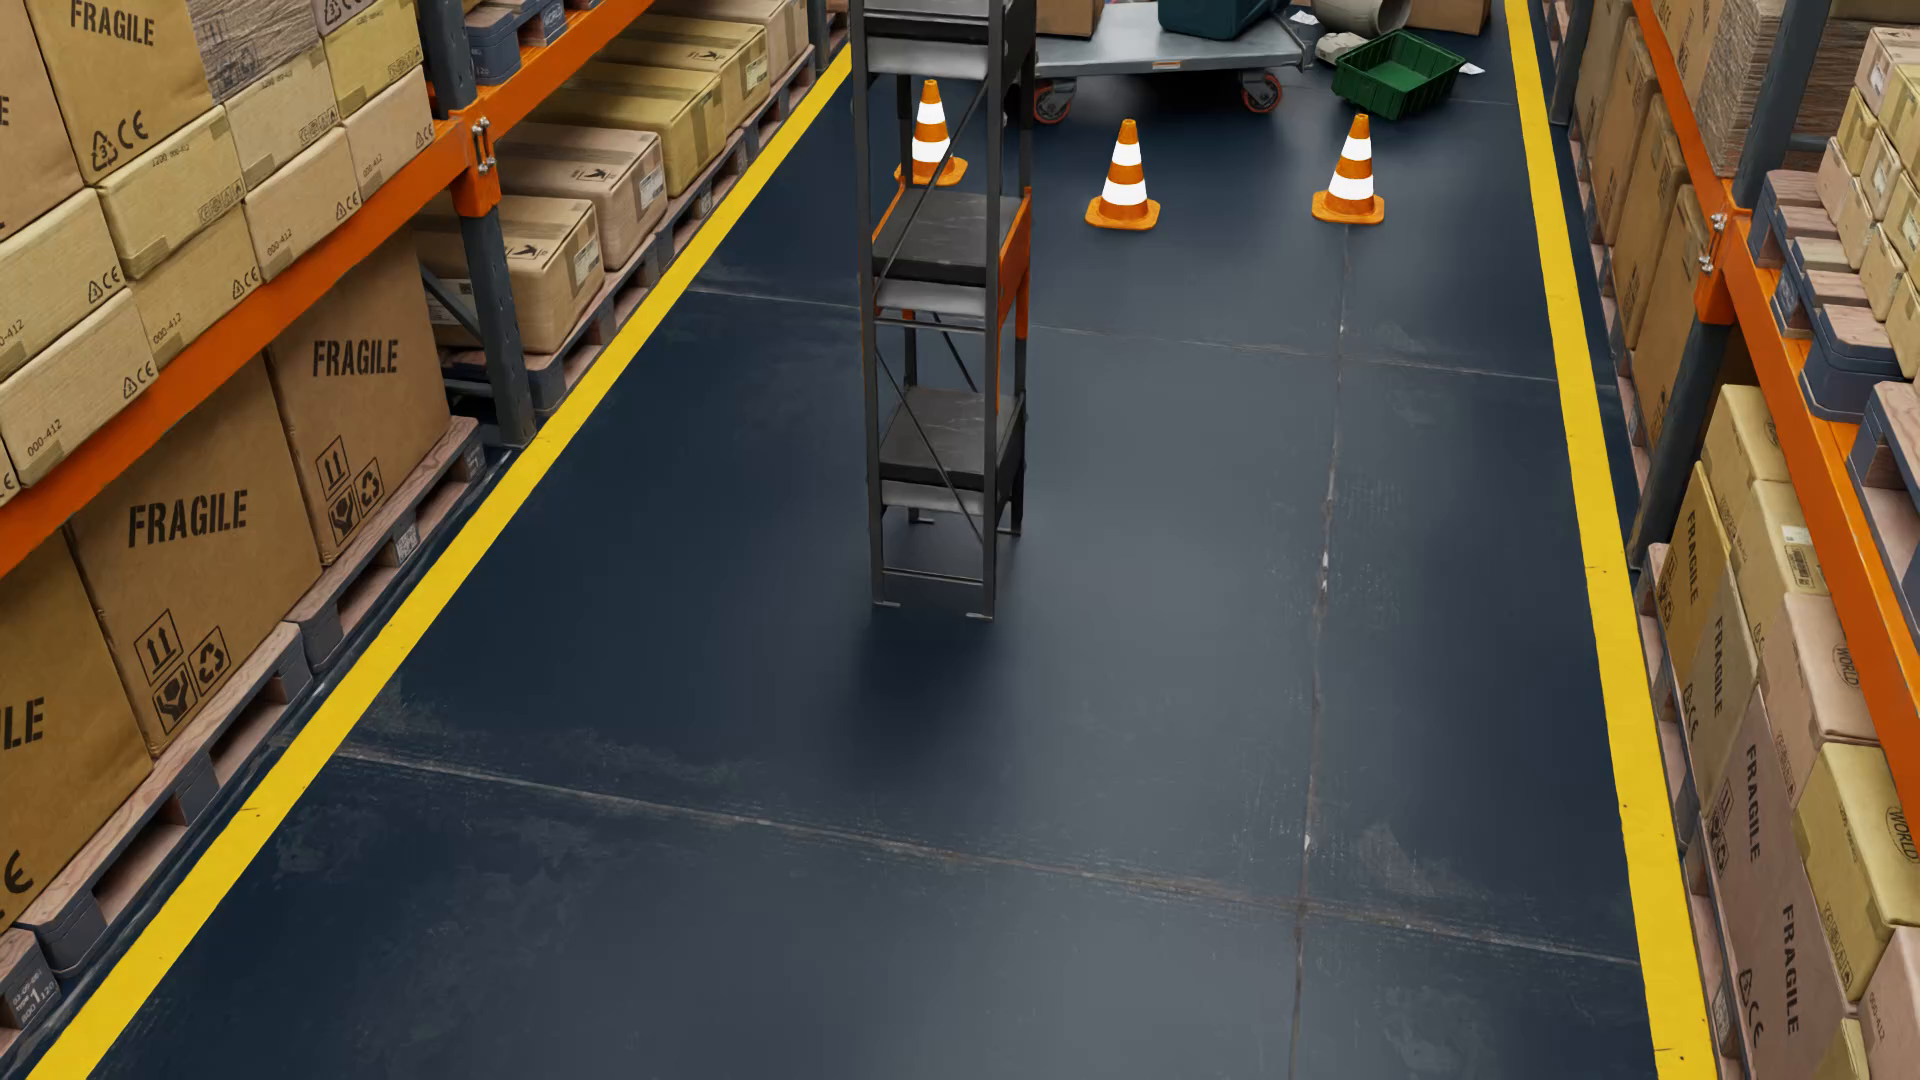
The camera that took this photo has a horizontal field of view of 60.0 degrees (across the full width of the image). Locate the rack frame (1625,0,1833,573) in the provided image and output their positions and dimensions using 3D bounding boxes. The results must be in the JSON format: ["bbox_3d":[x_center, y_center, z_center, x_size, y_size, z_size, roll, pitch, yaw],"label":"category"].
[{"bbox_3d":[2.756,-1.081,4.685,1.000,3.000,0.127,7,37,10],"label":"rack frame"}]

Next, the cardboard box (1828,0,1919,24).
[{"bbox_3d":[2.862,-1.782,4.716,0.700,0.500,0.500,7,37,10],"label":"cardboard box"}]

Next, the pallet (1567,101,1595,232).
[{"bbox_3d":[3.520,-1.793,8.044,1.003,0.211,1.213,7,37,10],"label":"pallet"}]

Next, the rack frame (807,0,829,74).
[{"bbox_3d":[-1.247,-3.937,8.626,1.000,3.000,0.127,7,37,10],"label":"rack frame"}]

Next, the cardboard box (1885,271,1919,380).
[{"bbox_3d":[2.293,-0.455,3.677,0.380,0.149,0.250,9,37,12],"label":"cardboard box"}]

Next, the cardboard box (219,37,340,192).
[{"bbox_3d":[-2.062,-1.181,4.525,0.500,0.250,0.500,6,36,9],"label":"cardboard box"}]

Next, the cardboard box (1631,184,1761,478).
[{"bbox_3d":[2.974,-0.678,5.688,1.050,0.750,0.750,7,36,9],"label":"cardboard box"}]

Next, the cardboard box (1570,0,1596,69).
[{"bbox_3d":[3.814,-3.036,8.835,0.875,0.875,0.875,8,37,11],"label":"cardboard box"}]

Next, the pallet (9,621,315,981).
[{"bbox_3d":[-2.606,0.626,4.707,1.003,0.211,1.213,7,37,10],"label":"pallet"}]

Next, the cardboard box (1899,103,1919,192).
[{"bbox_3d":[2.357,-0.855,3.723,0.380,0.149,0.250,7,37,10],"label":"cardboard box"}]

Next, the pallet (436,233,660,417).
[{"bbox_3d":[-1.933,-0.962,6.898,1.003,0.211,1.213,7,37,10],"label":"pallet"}]

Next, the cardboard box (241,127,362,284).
[{"bbox_3d":[-2.049,-0.965,4.654,0.500,0.250,0.500,8,37,11],"label":"cardboard box"}]

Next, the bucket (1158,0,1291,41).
[{"bbox_3d":[1.388,-3.031,8.870,0.726,0.611,0.620,20,51,26],"label":"bucket"}]

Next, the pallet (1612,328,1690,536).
[{"bbox_3d":[2.998,-0.394,6.114,1.003,0.211,1.213,7,37,10],"label":"pallet"}]

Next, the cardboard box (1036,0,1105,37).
[{"bbox_3d":[0.499,-3.025,8.853,0.500,0.500,0.500,7,37,10],"label":"cardboard box"}]

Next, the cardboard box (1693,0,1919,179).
[{"bbox_3d":[2.590,-1.413,5.059,0.500,0.500,0.500,7,37,10],"label":"cardboard box"}]

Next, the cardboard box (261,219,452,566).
[{"bbox_3d":[-2.330,-0.568,5.430,0.875,0.875,0.875,7,37,10],"label":"cardboard box"}]

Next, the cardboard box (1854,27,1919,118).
[{"bbox_3d":[2.468,-1.147,4.126,0.380,0.149,0.250,7,37,10],"label":"cardboard box"}]

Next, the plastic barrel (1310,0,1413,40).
[{"bbox_3d":[2.355,-3.174,9.768,0.421,0.421,0.512,-24,42,-30],"label":"plastic barrel"}]

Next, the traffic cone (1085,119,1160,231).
[{"bbox_3d":[0.771,-1.731,7.745,0.336,0.463,0.334,7,37,10],"label":"traffic cone"}]

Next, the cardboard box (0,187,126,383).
[{"bbox_3d":[-2.262,-0.587,3.706,0.500,0.250,0.500,6,36,9],"label":"cardboard box"}]

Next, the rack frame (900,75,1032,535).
[{"bbox_3d":[0.017,-0.895,5.196,0.400,2.100,0.015,7,37,10],"label":"rack frame"}]

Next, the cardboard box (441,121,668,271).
[{"bbox_3d":[-1.821,-1.496,7.140,0.950,0.372,0.625,7,36,9],"label":"cardboard box"}]

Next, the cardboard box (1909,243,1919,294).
[{"bbox_3d":[2.294,-0.564,3.575,0.380,0.149,0.250,7,37,10],"label":"cardboard box"}]

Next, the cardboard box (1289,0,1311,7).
[{"bbox_3d":[2.179,-3.483,10.330,0.396,0.266,0.258,14,38,18],"label":"cardboard box"}]

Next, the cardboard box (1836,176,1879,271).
[{"bbox_3d":[2.406,-0.764,4.105,0.380,0.149,0.250,9,37,12],"label":"cardboard box"}]

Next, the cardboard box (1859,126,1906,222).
[{"bbox_3d":[2.401,-0.862,3.986,0.380,0.149,0.250,9,37,12],"label":"cardboard box"}]

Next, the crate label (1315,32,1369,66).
[{"bbox_3d":[2.188,-2.799,9.495,0.298,0.136,0.250,-17,39,-22],"label":"crate label"}]

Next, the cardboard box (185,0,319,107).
[{"bbox_3d":[-2.057,-1.464,4.277,0.500,0.500,0.500,8,37,11],"label":"cardboard box"}]

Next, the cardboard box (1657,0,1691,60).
[{"bbox_3d":[2.805,-1.986,5.848,0.500,0.500,0.500,7,36,9],"label":"cardboard box"}]

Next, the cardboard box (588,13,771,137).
[{"bbox_3d":[-1.506,-2.329,8.289,0.950,0.372,0.625,10,37,13],"label":"cardboard box"}]

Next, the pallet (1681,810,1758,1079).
[{"bbox_3d":[2.325,1.193,3.924,1.003,0.211,1.213,7,37,10],"label":"pallet"}]

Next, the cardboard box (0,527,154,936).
[{"bbox_3d":[-2.716,0.456,4.018,0.875,0.875,0.875,8,37,11],"label":"cardboard box"}]

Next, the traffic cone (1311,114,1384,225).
[{"bbox_3d":[1.849,-1.767,7.794,0.336,0.463,0.334,7,37,10],"label":"traffic cone"}]

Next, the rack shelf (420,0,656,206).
[{"bbox_3d":[-1.674,-2.499,7.255,1.077,0.370,4.000,7,37,10],"label":"rack shelf"}]

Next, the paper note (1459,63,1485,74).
[{"bbox_3d":[2.870,-2.671,9.409,0.147,0.020,0.142,-17,39,-22],"label":"paper note"}]

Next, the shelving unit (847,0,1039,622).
[{"bbox_3d":[-0.035,-0.755,5.003,0.431,2.100,0.503,7,37,10],"label":"shelving unit"}]

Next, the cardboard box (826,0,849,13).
[{"bbox_3d":[-0.857,-3.298,9.729,0.500,0.250,0.500,6,36,8],"label":"cardboard box"}]

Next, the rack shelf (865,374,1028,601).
[{"bbox_3d":[-0.035,-0.177,5.422,0.431,0.518,0.480,7,37,10],"label":"rack shelf"}]

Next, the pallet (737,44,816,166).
[{"bbox_3d":[-1.411,-2.361,8.828,1.003,0.211,1.213,7,37,10],"label":"pallet"}]

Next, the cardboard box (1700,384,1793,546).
[{"bbox_3d":[2.373,-0.177,4.572,0.500,0.250,0.500,6,36,8],"label":"cardboard box"}]

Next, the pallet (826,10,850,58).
[{"bbox_3d":[-1.138,-3.197,9.981,1.003,0.211,1.213,7,37,10],"label":"pallet"}]

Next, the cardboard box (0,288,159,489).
[{"bbox_3d":[-2.254,-0.383,3.850,0.500,0.250,0.500,7,36,9],"label":"cardboard box"}]

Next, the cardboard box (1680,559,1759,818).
[{"bbox_3d":[2.252,0.423,4.382,0.500,0.500,0.500,8,37,11],"label":"cardboard box"}]

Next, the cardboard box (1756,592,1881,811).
[{"bbox_3d":[2.146,0.395,3.782,0.500,0.250,0.500,8,37,10],"label":"cardboard box"}]

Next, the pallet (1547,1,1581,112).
[{"bbox_3d":[3.850,-2.671,9.256,1.003,0.211,1.213,7,37,10],"label":"pallet"}]

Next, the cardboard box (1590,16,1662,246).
[{"bbox_3d":[3.356,-1.713,7.117,1.050,0.750,0.750,7,37,10],"label":"cardboard box"}]

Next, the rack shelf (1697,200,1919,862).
[{"bbox_3d":[2.329,0.357,3.314,1.077,0.370,4.000,7,37,10],"label":"rack shelf"}]

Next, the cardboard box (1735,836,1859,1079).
[{"bbox_3d":[2.038,1.011,3.571,0.500,0.500,0.500,7,36,9],"label":"cardboard box"}]

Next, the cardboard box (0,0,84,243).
[{"bbox_3d":[-2.285,-0.891,3.486,0.500,0.500,0.500,7,36,9],"label":"cardboard box"}]

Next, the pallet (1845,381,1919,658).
[{"bbox_3d":[2.374,0.137,3.169,1.003,0.211,1.213,7,37,10],"label":"pallet"}]

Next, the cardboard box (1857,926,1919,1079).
[{"bbox_3d":[1.937,0.999,2.949,0.500,0.250,0.500,9,37,12],"label":"cardboard box"}]
